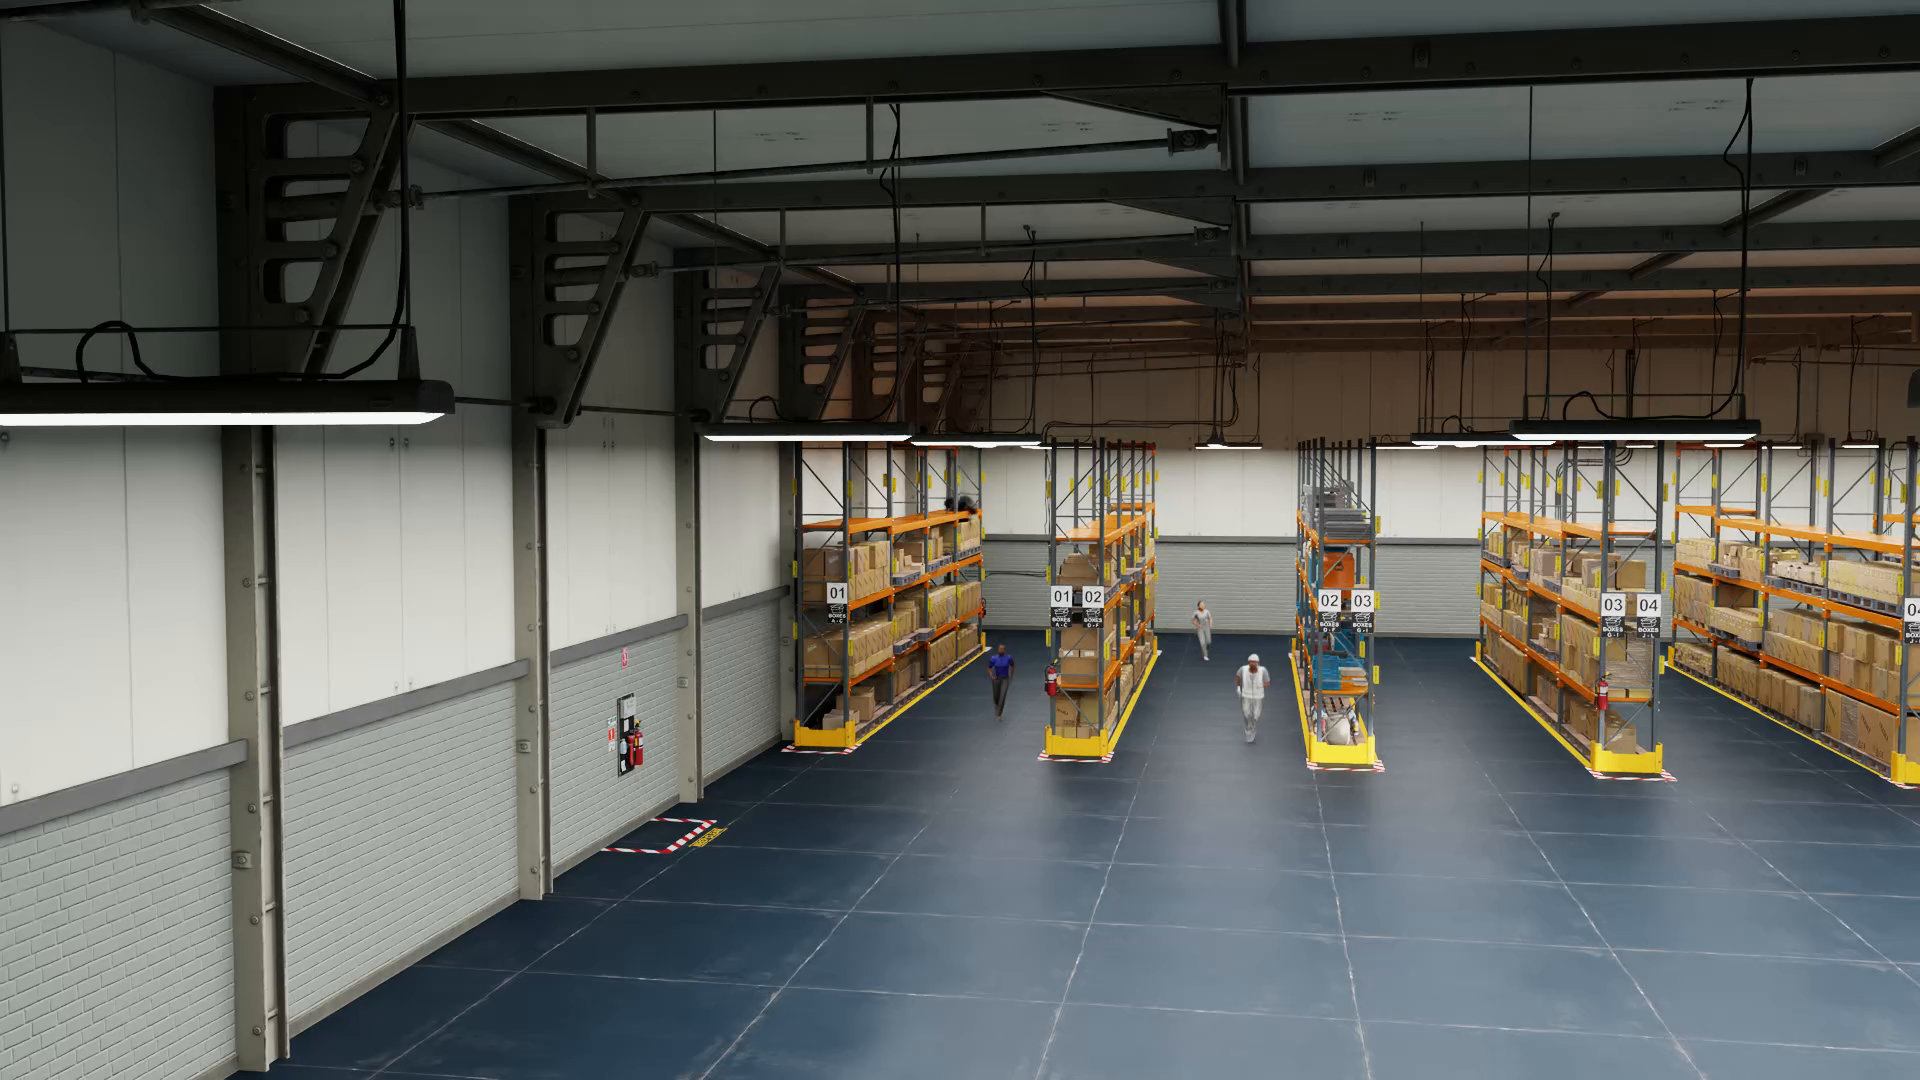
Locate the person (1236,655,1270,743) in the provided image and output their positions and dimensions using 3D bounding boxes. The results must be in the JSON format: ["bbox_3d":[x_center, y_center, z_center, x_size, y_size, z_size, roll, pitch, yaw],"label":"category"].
[{"bbox_3d":[5.756,3.118,32.665,0.637,1.768,0.797,0,3,5],"label":"person"}]

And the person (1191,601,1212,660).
[{"bbox_3d":[6.676,2.491,45.836,0.594,1.624,0.540,0,3,-7],"label":"person"}]

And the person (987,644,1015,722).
[{"bbox_3d":[0.885,3.037,35.696,0.600,1.638,0.767,0,3,-1],"label":"person"}]
